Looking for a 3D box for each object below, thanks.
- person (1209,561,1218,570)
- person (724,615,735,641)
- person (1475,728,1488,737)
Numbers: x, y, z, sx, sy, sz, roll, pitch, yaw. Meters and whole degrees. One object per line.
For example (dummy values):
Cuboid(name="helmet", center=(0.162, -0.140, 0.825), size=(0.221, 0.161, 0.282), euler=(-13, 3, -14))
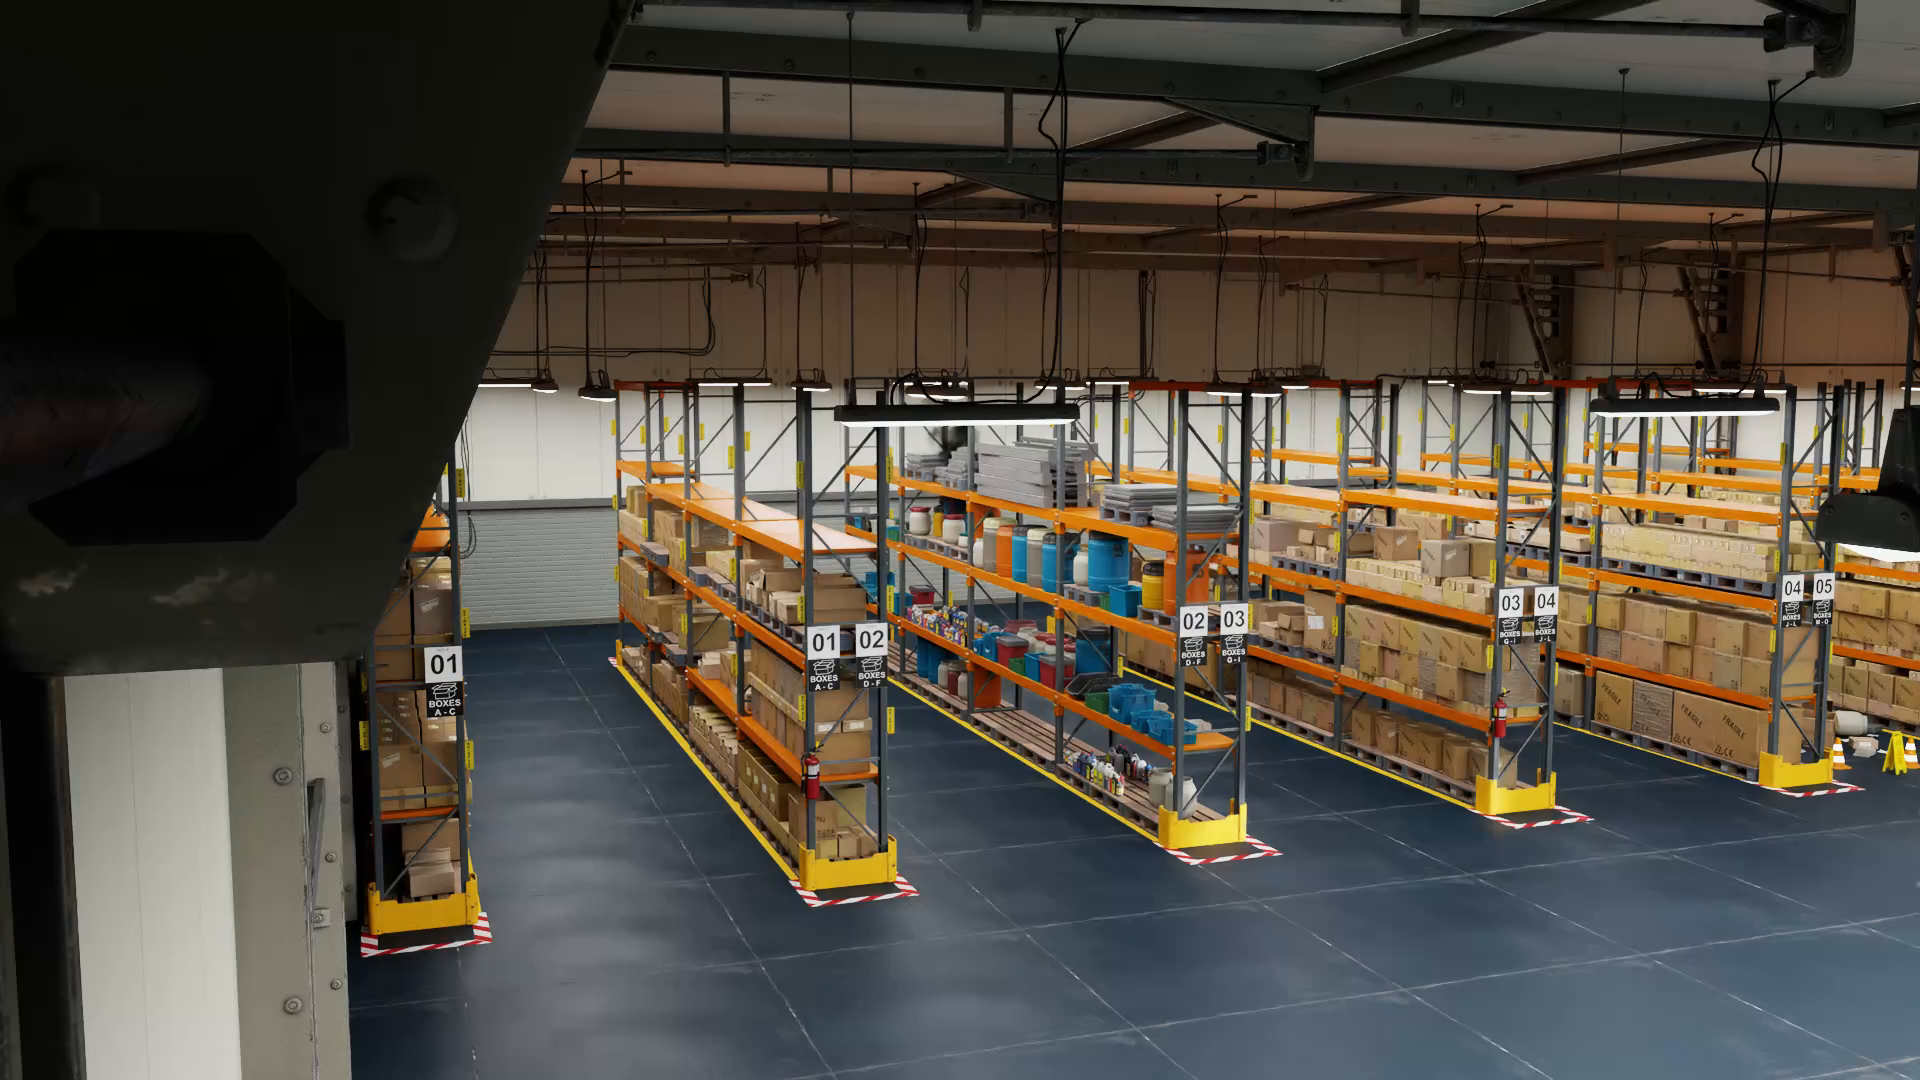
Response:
Cuboid(name="person", center=(5.975, 1.142, 40.994), size=(0.704, 1.758, 0.788), euler=(-2, 6, -19))
Cuboid(name="person", center=(-4.990, 1.684, 35.749), size=(0.680, 1.752, 0.913), euler=(-6, 8, -43))
Cuboid(name="person", center=(8.998, 2.549, 28.203), size=(0.555, 1.610, 0.566), euler=(-4, 7, -34))
